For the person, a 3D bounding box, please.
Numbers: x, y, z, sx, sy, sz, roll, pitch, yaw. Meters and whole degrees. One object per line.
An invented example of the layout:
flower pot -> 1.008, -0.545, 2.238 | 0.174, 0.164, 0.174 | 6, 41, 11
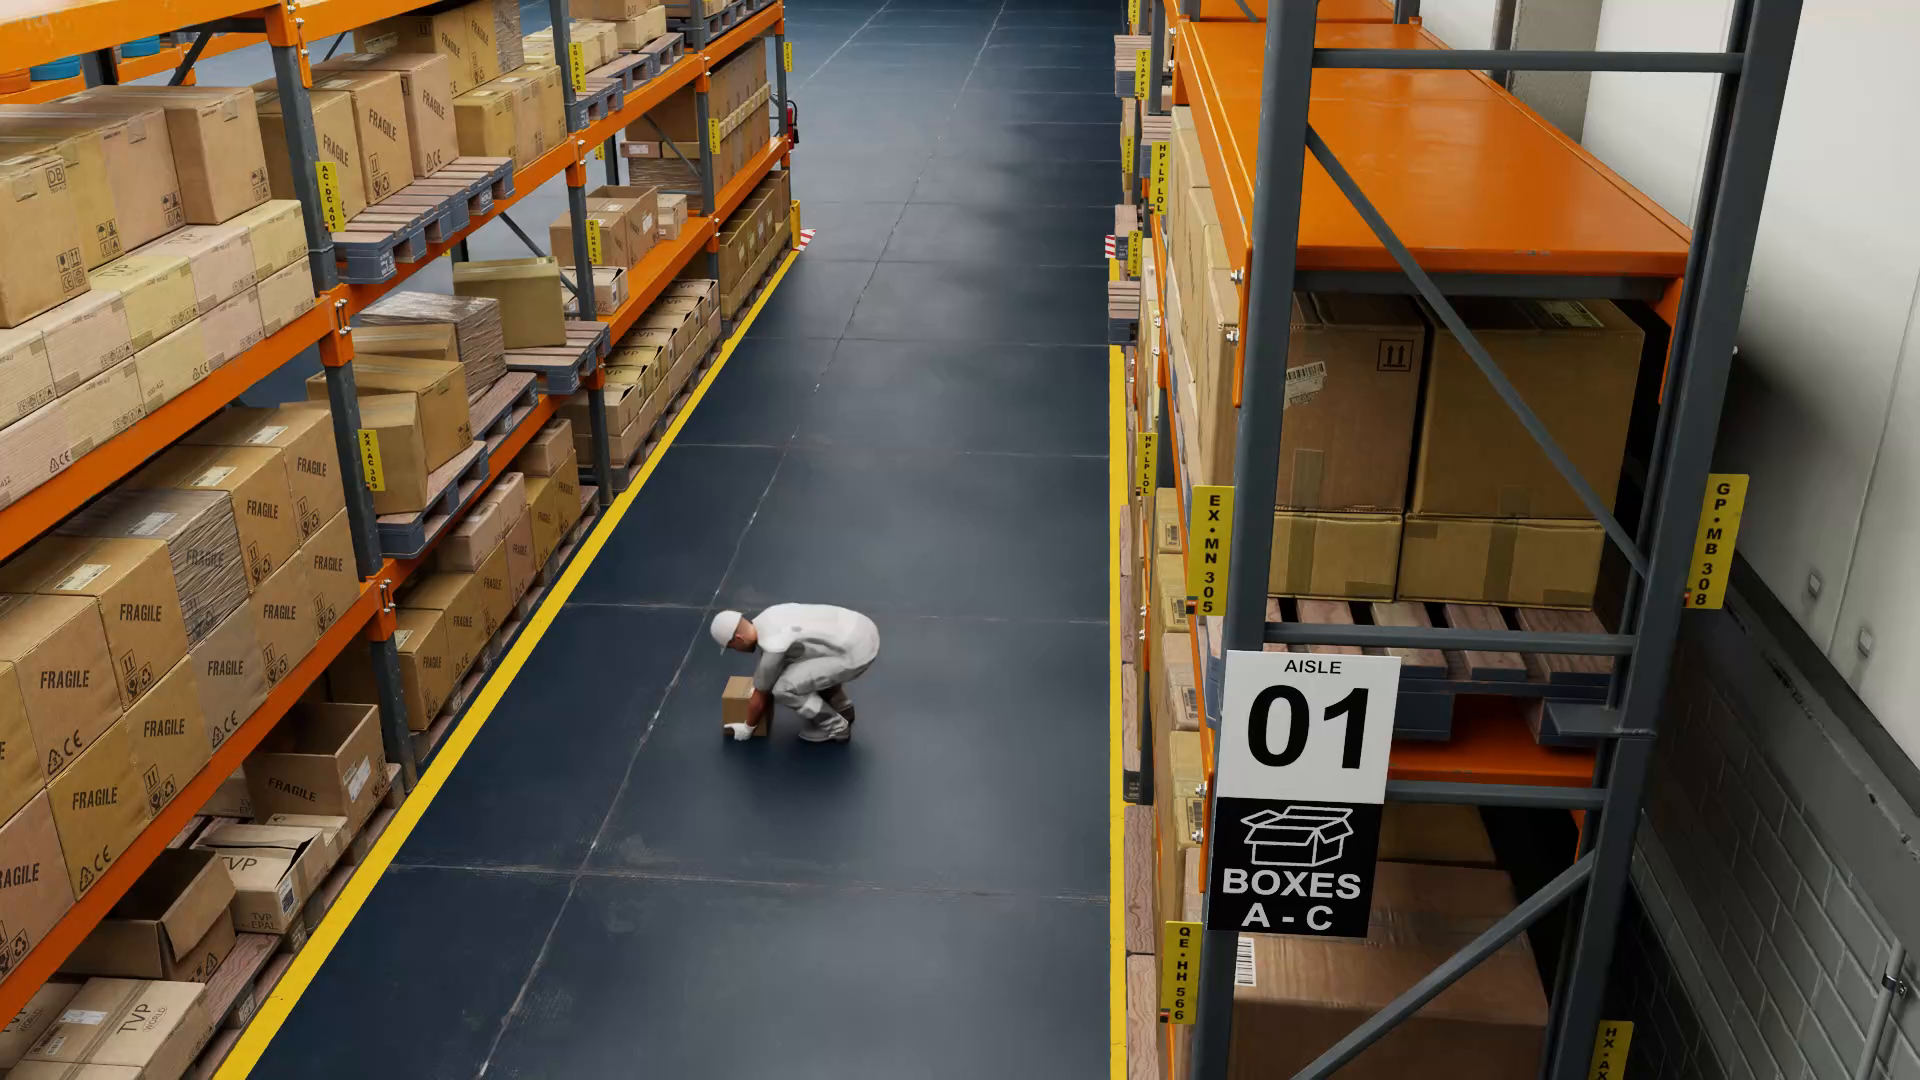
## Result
person -> -0.938, 0.758, 9.584 | 0.958, 0.787, 0.524 | 1, 24, 3
